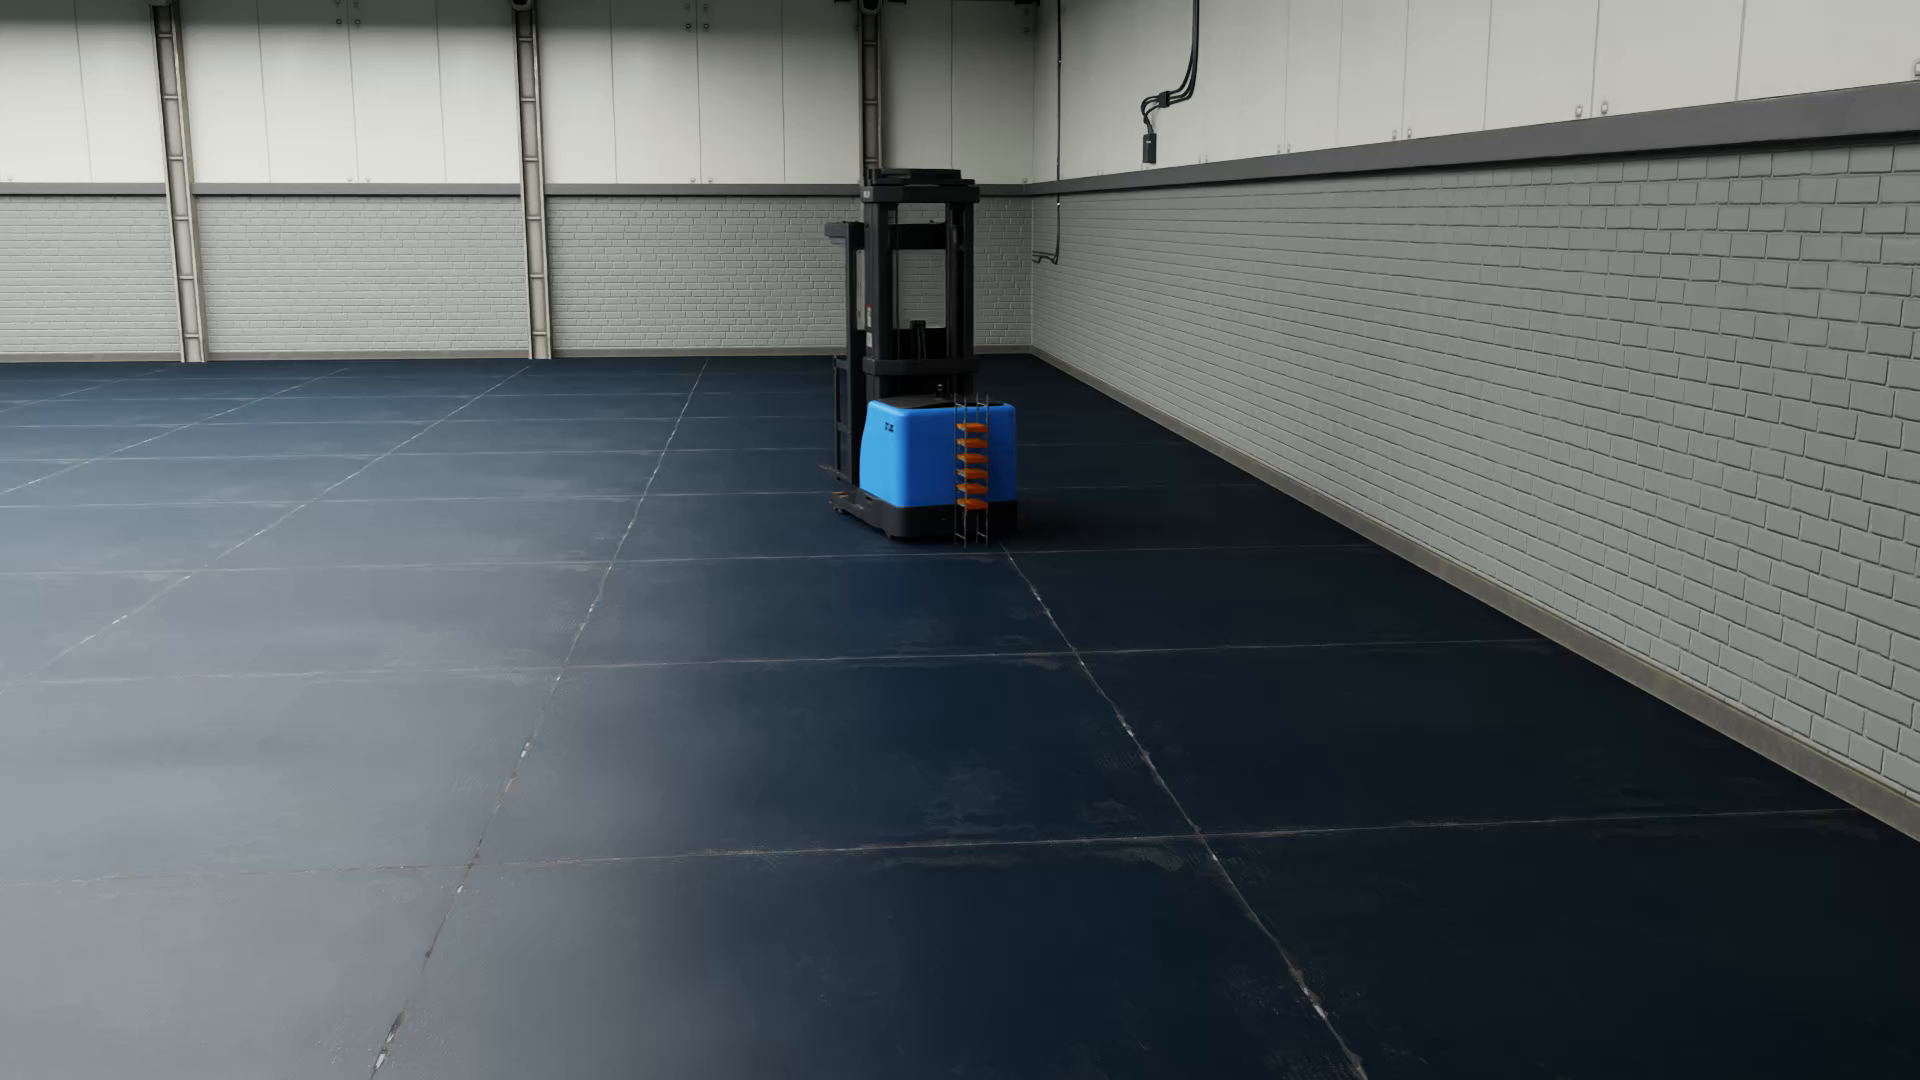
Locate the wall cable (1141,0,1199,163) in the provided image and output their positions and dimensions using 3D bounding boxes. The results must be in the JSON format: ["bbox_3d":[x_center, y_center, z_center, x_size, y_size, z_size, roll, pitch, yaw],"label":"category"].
[{"bbox_3d":[2.465,-7.487,19.308,0.169,6.003,2.305,-1,11,-6],"label":"wall cable"}]

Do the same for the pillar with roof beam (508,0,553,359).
[{"bbox_3d":[-7.116,-6.881,25.041,0.548,9.000,9.100,-1,11,-6],"label":"pillar with roof beam"}]

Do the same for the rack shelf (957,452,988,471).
[{"bbox_3d":[0.091,-0.616,13.001,0.180,0.103,0.258,-4,12,-20],"label":"rack shelf"}]

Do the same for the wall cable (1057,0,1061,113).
[{"bbox_3d":[1.748,-8.075,26.072,0.112,2.526,3.097,-1,11,-6],"label":"wall cable"}]

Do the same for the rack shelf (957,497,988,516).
[{"bbox_3d":[0.091,-0.263,13.071,0.180,0.103,0.258,-4,12,-20],"label":"rack shelf"}]

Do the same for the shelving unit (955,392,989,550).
[{"bbox_3d":[0.091,-0.542,13.015,0.189,1.200,0.258,-4,12,-20],"label":"shelving unit"}]

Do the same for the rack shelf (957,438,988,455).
[{"bbox_3d":[0.091,-0.734,12.977,0.180,0.103,0.258,-4,12,-20],"label":"rack shelf"}]

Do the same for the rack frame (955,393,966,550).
[{"bbox_3d":[0.005,-0.536,12.985,0.006,1.200,0.240,-4,12,-20],"label":"rack frame"}]

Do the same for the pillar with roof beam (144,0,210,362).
[{"bbox_3d":[-13.081,-6.756,24.406,0.548,9.000,9.100,-1,11,-6],"label":"pillar with roof beam"}]

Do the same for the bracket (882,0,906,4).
[{"bbox_3d":[-1.165,-9.538,29.227,0.430,0.232,0.235,-1,11,-6],"label":"bracket"}]

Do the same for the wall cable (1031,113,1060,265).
[{"bbox_3d":[1.456,-6.116,29.198,0.112,2.526,3.097,-1,11,-6],"label":"wall cable"}]

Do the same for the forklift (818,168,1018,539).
[{"bbox_3d":[-0.517,-1.690,14.368,1.130,2.935,3.031,-4,12,-20],"label":"forklift"}]

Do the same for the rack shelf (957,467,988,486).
[{"bbox_3d":[0.091,-0.499,13.024,0.180,0.103,0.258,-4,12,-20],"label":"rack shelf"}]

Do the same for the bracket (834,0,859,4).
[{"bbox_3d":[-1.990,-9.521,29.139,0.430,0.232,0.235,-1,11,-6],"label":"bracket"}]

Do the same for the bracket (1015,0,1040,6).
[{"bbox_3d":[1.191,-9.588,29.478,0.430,0.232,0.235,-1,11,-6],"label":"bracket"}]

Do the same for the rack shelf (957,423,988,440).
[{"bbox_3d":[0.091,-0.852,12.954,0.180,0.103,0.258,-4,12,-20],"label":"rack shelf"}]

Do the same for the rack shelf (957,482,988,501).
[{"bbox_3d":[0.091,-0.381,13.047,0.180,0.103,0.258,-4,12,-20],"label":"rack shelf"}]

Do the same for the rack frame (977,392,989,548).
[{"bbox_3d":[0.177,-0.548,13.046,0.006,1.200,0.240,-4,12,-20],"label":"rack frame"}]

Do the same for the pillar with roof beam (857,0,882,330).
[{"bbox_3d":[-1.151,-7.006,25.677,0.548,9.000,9.100,-1,11,-6],"label":"pillar with roof beam"}]
